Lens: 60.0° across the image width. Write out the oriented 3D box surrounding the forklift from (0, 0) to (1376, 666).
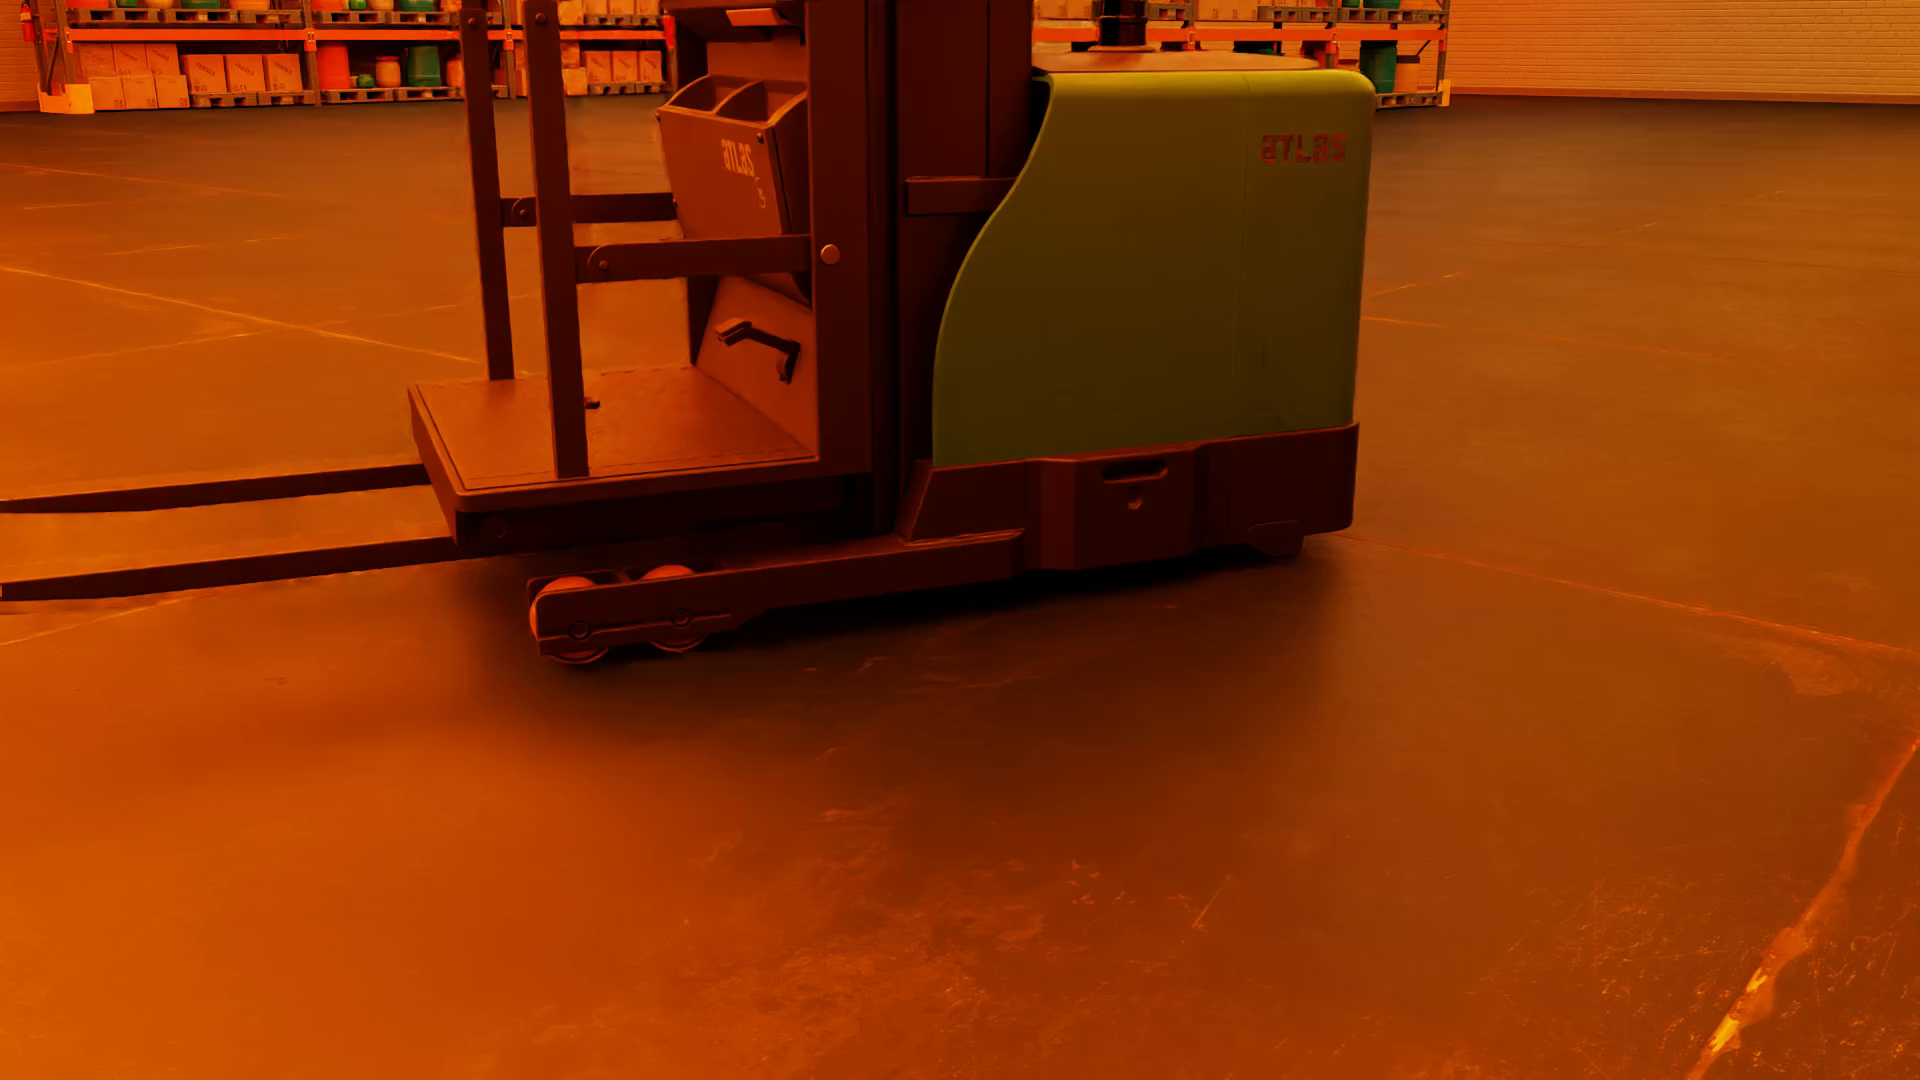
[{"bbox_3d":[-0.662,-1.338,3.304,3.031,2.935,1.130,-7,18,-21],"label":"forklift"}]
